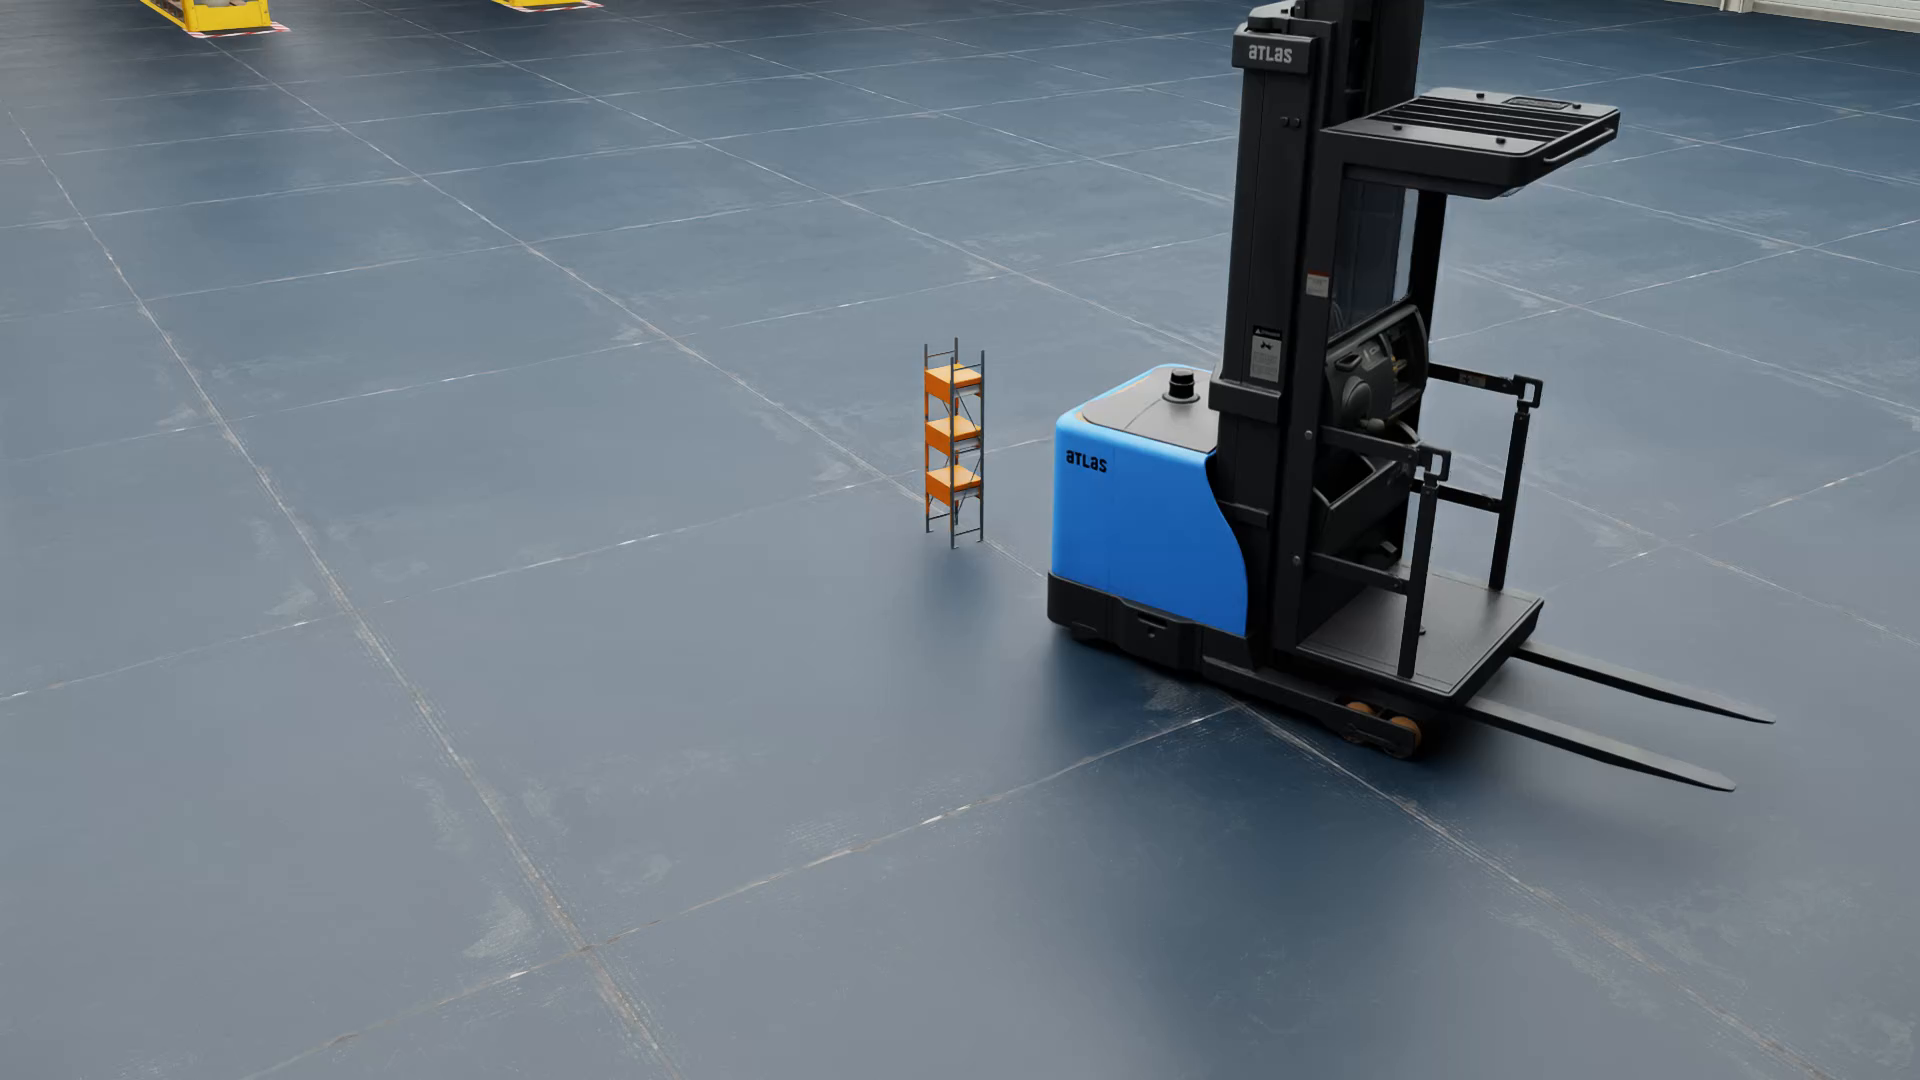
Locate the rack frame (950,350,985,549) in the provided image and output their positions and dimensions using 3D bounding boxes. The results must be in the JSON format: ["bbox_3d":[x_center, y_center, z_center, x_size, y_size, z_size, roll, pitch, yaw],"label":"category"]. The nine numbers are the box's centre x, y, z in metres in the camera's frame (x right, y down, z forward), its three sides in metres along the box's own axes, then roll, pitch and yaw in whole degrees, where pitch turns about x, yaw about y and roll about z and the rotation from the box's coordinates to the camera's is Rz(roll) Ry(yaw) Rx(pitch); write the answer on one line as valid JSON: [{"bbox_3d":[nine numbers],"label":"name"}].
[{"bbox_3d":[0.037,-0.450,8.474,0.200,1.050,0.008,-16,29,-30],"label":"rack frame"}]

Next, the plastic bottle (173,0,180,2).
[{"bbox_3d":[-12.373,-8.601,26.219,0.097,0.201,0.097,0,25,0],"label":"plastic bottle"}]

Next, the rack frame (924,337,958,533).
[{"bbox_3d":[-0.096,-0.538,8.659,0.200,1.050,0.008,-16,29,-30],"label":"rack frame"}]

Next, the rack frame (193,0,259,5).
[{"bbox_3d":[-11.003,-9.113,24.541,1.000,3.000,0.127,-16,29,-30],"label":"rack frame"}]

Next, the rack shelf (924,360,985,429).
[{"bbox_3d":[-0.029,-0.741,8.450,0.215,0.259,0.240,-16,29,-30],"label":"rack shelf"}]

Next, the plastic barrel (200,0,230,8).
[{"bbox_3d":[-11.427,-8.396,25.443,0.421,0.512,0.421,0,25,0],"label":"plastic barrel"}]

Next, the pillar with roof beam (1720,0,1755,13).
[{"bbox_3d":[8.925,-11.612,22.806,9.100,9.000,0.400,-16,29,-30],"label":"pillar with roof beam"}]

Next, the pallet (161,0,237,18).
[{"bbox_3d":[-12.185,-8.596,26.712,1.003,0.211,1.213,-16,29,-30],"label":"pallet"}]

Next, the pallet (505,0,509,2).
[{"bbox_3d":[-7.309,-9.332,28.272,1.003,0.211,1.213,-16,29,-30],"label":"pallet"}]

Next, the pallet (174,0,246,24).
[{"bbox_3d":[-11.523,-8.160,25.788,1.003,0.211,1.213,-16,29,-30],"label":"pallet"}]

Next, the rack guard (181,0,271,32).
[{"bbox_3d":[-11.084,-7.999,25.109,1.175,0.500,0.348,-16,29,-30],"label":"rack guard"}]

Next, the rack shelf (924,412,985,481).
[{"bbox_3d":[-0.029,-0.484,8.571,0.215,0.259,0.240,-16,29,-30],"label":"rack shelf"}]

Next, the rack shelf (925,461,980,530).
[{"bbox_3d":[-0.029,-0.233,8.690,0.215,0.259,0.240,-16,29,-30],"label":"rack shelf"}]

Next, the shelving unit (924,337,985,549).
[{"bbox_3d":[-0.029,-0.494,8.566,0.215,1.050,0.252,-16,29,-30],"label":"shelving unit"}]

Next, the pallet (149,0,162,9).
[{"bbox_3d":[-12.855,-9.033,27.637,1.003,0.211,1.213,-16,29,-30],"label":"pallet"}]

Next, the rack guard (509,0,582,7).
[{"bbox_3d":[-6.895,-9.164,27.577,1.175,0.500,0.348,-16,29,-30],"label":"rack guard"}]

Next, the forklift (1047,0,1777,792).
[{"bbox_3d":[1.891,-0.685,6.768,3.031,2.935,1.130,18,31,33],"label":"forklift"}]
